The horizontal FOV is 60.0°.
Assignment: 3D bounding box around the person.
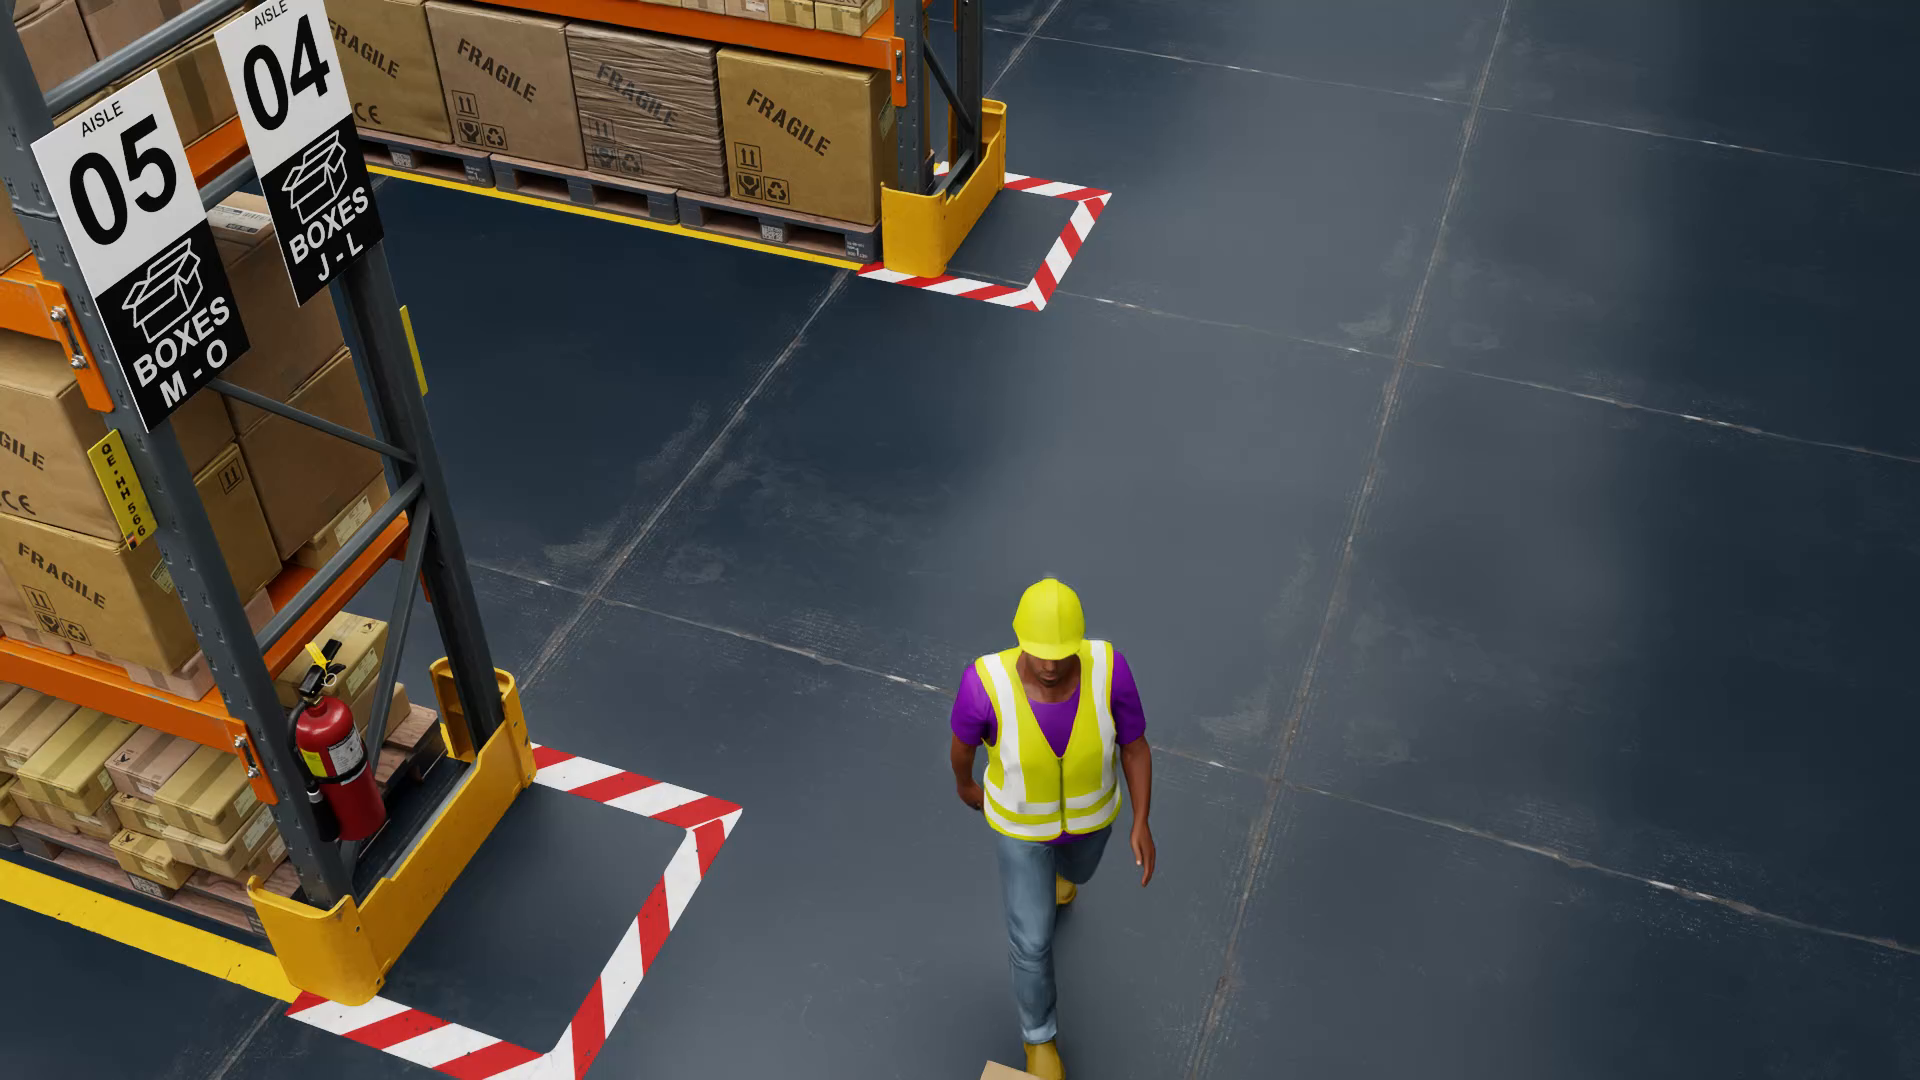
[{"bbox_3d":[0.297,0.858,5.175,0.581,1.725,1.012,-9,42,-10],"label":"person"}]
